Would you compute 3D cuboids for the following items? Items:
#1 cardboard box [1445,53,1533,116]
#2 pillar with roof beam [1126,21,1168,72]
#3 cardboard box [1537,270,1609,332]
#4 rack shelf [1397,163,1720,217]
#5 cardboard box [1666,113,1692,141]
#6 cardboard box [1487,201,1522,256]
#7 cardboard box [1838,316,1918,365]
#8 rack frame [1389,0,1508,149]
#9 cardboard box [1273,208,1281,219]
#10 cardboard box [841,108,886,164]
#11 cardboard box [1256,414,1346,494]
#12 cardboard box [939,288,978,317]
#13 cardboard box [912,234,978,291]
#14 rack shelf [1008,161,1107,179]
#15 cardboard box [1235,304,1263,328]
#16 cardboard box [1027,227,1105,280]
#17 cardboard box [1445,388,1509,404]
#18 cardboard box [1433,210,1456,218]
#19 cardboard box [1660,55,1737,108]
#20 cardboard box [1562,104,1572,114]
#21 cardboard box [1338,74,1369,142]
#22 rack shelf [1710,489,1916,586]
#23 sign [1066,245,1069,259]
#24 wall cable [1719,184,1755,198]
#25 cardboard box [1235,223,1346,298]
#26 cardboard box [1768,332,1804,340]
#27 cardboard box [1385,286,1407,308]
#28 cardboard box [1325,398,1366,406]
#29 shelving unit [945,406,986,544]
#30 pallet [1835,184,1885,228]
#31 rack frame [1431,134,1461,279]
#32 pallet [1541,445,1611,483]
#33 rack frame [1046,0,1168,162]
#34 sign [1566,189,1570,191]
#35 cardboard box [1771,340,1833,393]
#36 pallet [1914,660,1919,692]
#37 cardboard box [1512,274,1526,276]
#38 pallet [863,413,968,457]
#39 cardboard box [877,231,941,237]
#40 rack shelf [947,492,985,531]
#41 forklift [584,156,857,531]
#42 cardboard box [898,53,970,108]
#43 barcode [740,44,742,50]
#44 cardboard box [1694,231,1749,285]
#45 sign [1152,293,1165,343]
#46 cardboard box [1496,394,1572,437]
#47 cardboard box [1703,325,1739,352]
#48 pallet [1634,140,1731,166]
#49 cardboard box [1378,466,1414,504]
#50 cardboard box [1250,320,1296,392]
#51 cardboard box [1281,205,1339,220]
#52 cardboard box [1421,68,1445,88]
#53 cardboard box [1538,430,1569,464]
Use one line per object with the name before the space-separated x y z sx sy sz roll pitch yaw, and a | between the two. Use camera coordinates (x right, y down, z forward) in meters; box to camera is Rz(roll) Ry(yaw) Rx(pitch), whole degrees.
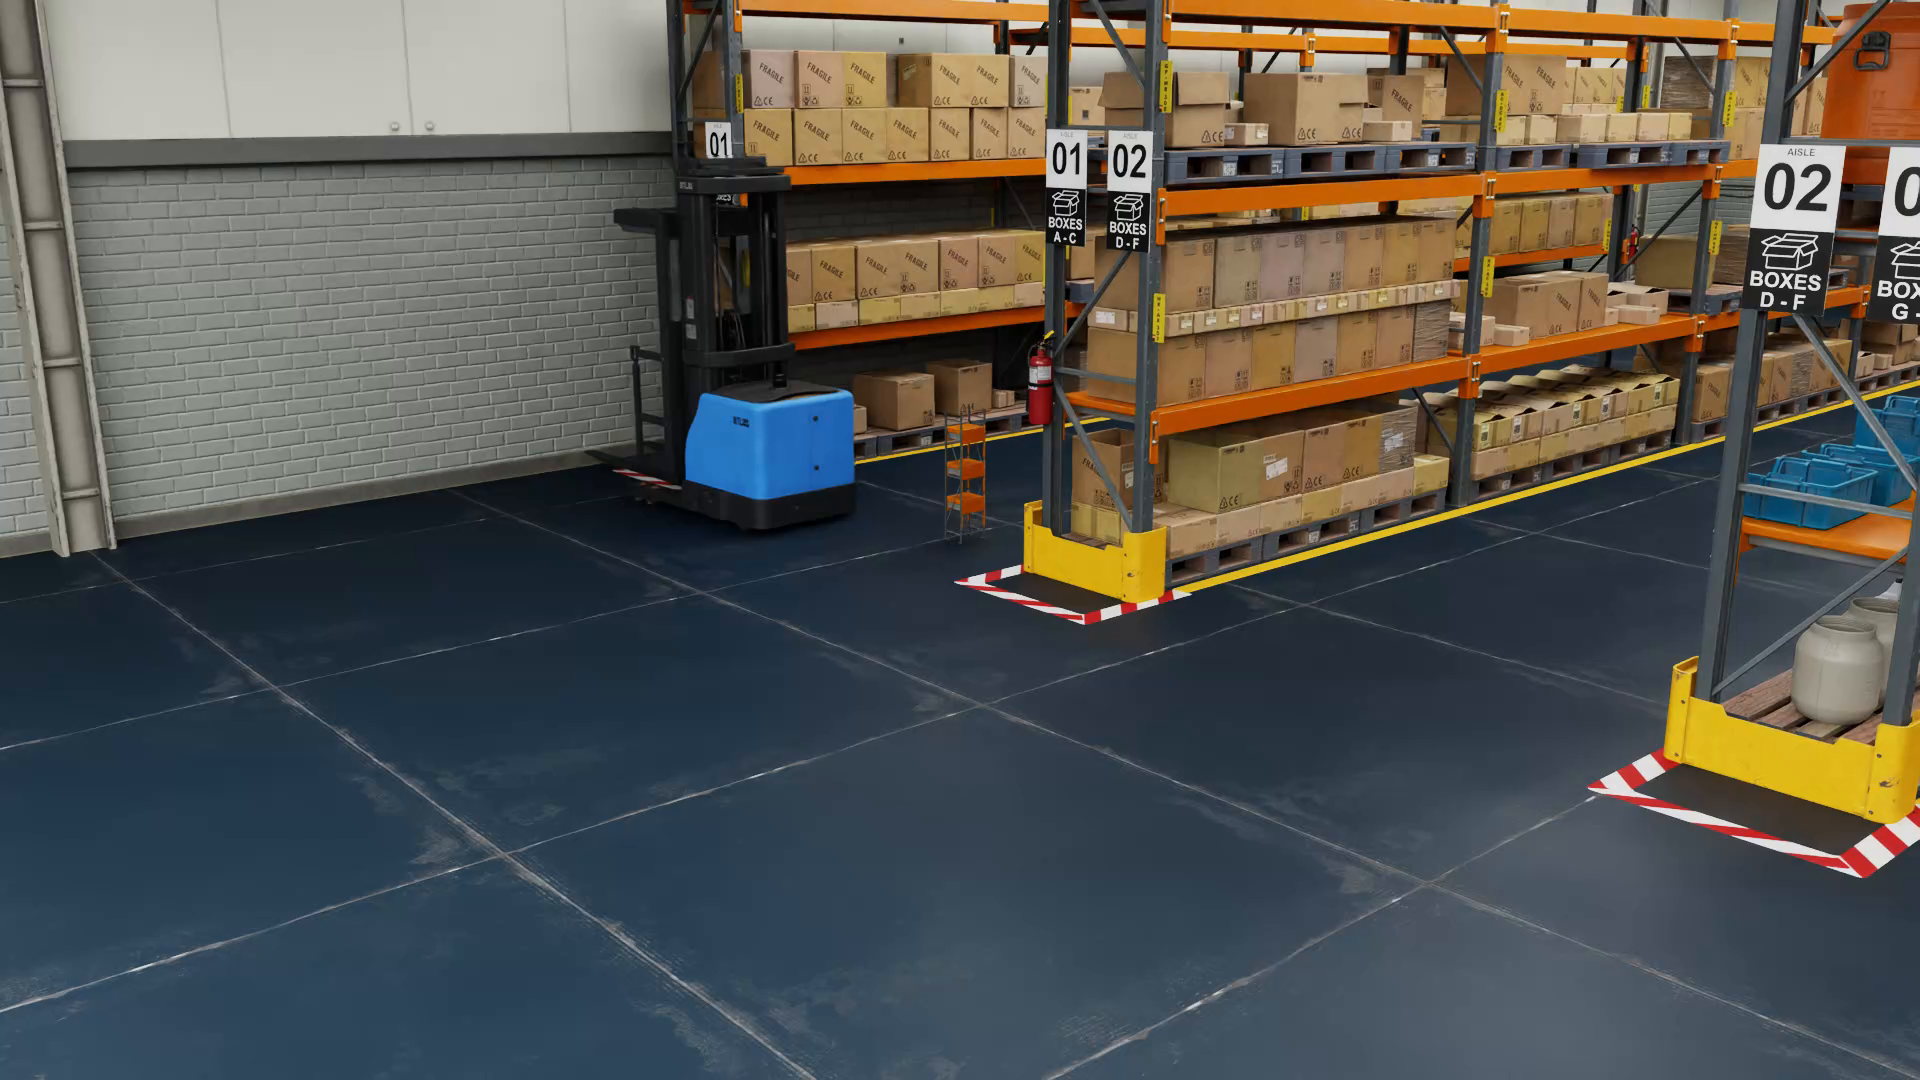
cardboard box | 4.488 -3.864 14.114 0.500 0.500 0.500 -12 19 -39
pillar with roof beam | 5.038 -5.475 16.309 0.400 9.000 9.100 -13 19 -39
cardboard box | 5.760 -2.264 15.718 0.500 0.500 0.500 -14 20 -42
rack shelf | 5.506 -3.265 15.244 4.000 0.370 1.077 -13 19 -39
cardboard box | 6.709 -3.994 16.056 0.500 0.250 0.500 14 21 43
cardboard box | 7.198 -4.378 23.245 0.700 0.700 0.980 -12 19 -39
cardboard box | 11.446 -2.506 20.804 0.637 0.503 0.797 -13 19 -39
rack frame | 3.997 -4.723 13.496 0.127 3.000 1.000 -13 19 -39
cardboard box | 3.932 -4.158 20.741 0.500 0.250 0.500 -12 19 -38
cardboard box | -1.041 -3.799 15.615 0.500 0.500 0.500 -12 19 -37
cardboard box | 2.664 -0.685 13.064 0.500 0.500 0.500 -13 19 -39
cardboard box | -0.166 -2.416 16.733 0.500 0.250 0.500 -13 20 -40
cardboard box | -0.171 -2.779 16.641 0.500 0.500 0.500 -13 20 -41
rack shelf | 2.251 -4.229 18.852 4.000 0.370 1.077 -13 19 -39
cardboard box | 1.995 -1.663 12.213 0.250 0.149 0.380 -13 20 -40
cardboard box | 1.149 -3.129 18.106 0.500 0.500 0.700 -13 19 -39
cardboard box | 4.881 -1.268 15.613 0.500 0.311 0.500 -13 20 -40
cardboard box | 6.216 -4.130 22.091 0.500 0.500 0.500 -12 19 -39
cardboard box | 7.348 -4.556 16.550 0.500 0.500 0.500 -13 19 -39
cardboard box | 8.248 -6.010 23.406 0.500 0.250 0.500 -13 20 -41
cardboard box | 2.672 -3.340 12.845 0.637 0.503 0.797 -10 18 -33
rack shelf | 5.737 -0.174 9.482 4.000 0.370 1.077 -13 19 -39
sign | 1.105 -3.103 17.376 0.005 0.325 0.100 -13 19 -39
wall cable | 14.296 -7.108 28.442 0.112 2.526 3.097 -13 19 -39
cardboard box | 2.531 -2.169 12.849 0.500 0.500 0.700 -13 19 -39
cardboard box | 9.507 -2.151 19.480 0.500 0.500 0.500 -14 20 -42
cardboard box | 3.351 -1.968 13.354 0.250 0.149 0.380 -13 20 -39
cardboard box | 3.070 -0.958 14.085 0.500 0.500 0.500 -13 19 -39
shelving unit | 0.040 -0.516 13.148 0.252 1.050 0.215 -13 20 -39
pallet | 4.917 -1.662 8.211 1.213 0.211 1.003 -13 19 -39
rack frame | 6.778 -4.144 22.952 0.127 3.000 1.000 -13 19 -39
pallet | 5.448 -0.818 15.903 1.213 0.211 1.003 -13 19 -39
rack frame | 0.980 -4.046 10.959 0.127 3.000 1.000 -13 19 -39
sign | 9.435 -5.387 25.775 0.005 0.325 0.100 -13 19 -39
cardboard box | 9.470 -1.964 18.780 0.500 0.500 0.500 -13 19 -39
pallet | 5.791 0.801 9.844 1.213 0.211 1.003 -13 19 -39
cardboard box | 8.340 -3.837 24.576 0.250 0.149 0.380 -12 19 -39
pallet | -0.662 -1.113 17.008 1.213 0.211 1.003 -13 19 -39
cardboard box | -0.521 -2.879 17.015 0.500 0.500 0.500 -12 19 -38
rack shelf | 0.040 -0.238 13.223 0.240 0.259 0.215 -13 20 -39
forklift | -2.230 -1.798 14.301 1.130 2.935 3.031 -13 20 -41
cardboard box | -0.251 -4.456 16.137 0.500 0.500 0.500 -14 20 -41
barcode | -2.068 -4.599 15.549 0.075 0.075 0.001 -13 19 -39
cardboard box | 8.231 -3.000 17.662 0.500 0.500 0.700 -9 17 -29
sign | 1.339 -1.495 11.203 0.005 0.325 0.100 -13 19 -39
cardboard box | 5.243 -1.164 15.222 0.500 0.311 0.500 -14 20 -41
cardboard box | 8.375 -2.258 18.431 0.500 0.250 0.500 -13 20 -40
pallet | 6.561 -3.728 15.949 1.003 0.211 1.213 -12 19 -37
cardboard box | 3.407 -0.496 13.807 0.500 0.250 0.500 -13 19 -39
cardboard box | 2.112 -1.445 12.654 0.500 0.500 0.700 -12 19 -39
cardboard box | 4.294 -4.062 20.382 0.500 0.250 0.500 -12 19 -38
cardboard box | 6.028 -6.093 21.936 0.500 0.250 0.500 -11 18 -35
cardboard box | 5.240 -0.894 15.300 0.500 0.250 0.500 -13 20 -41
